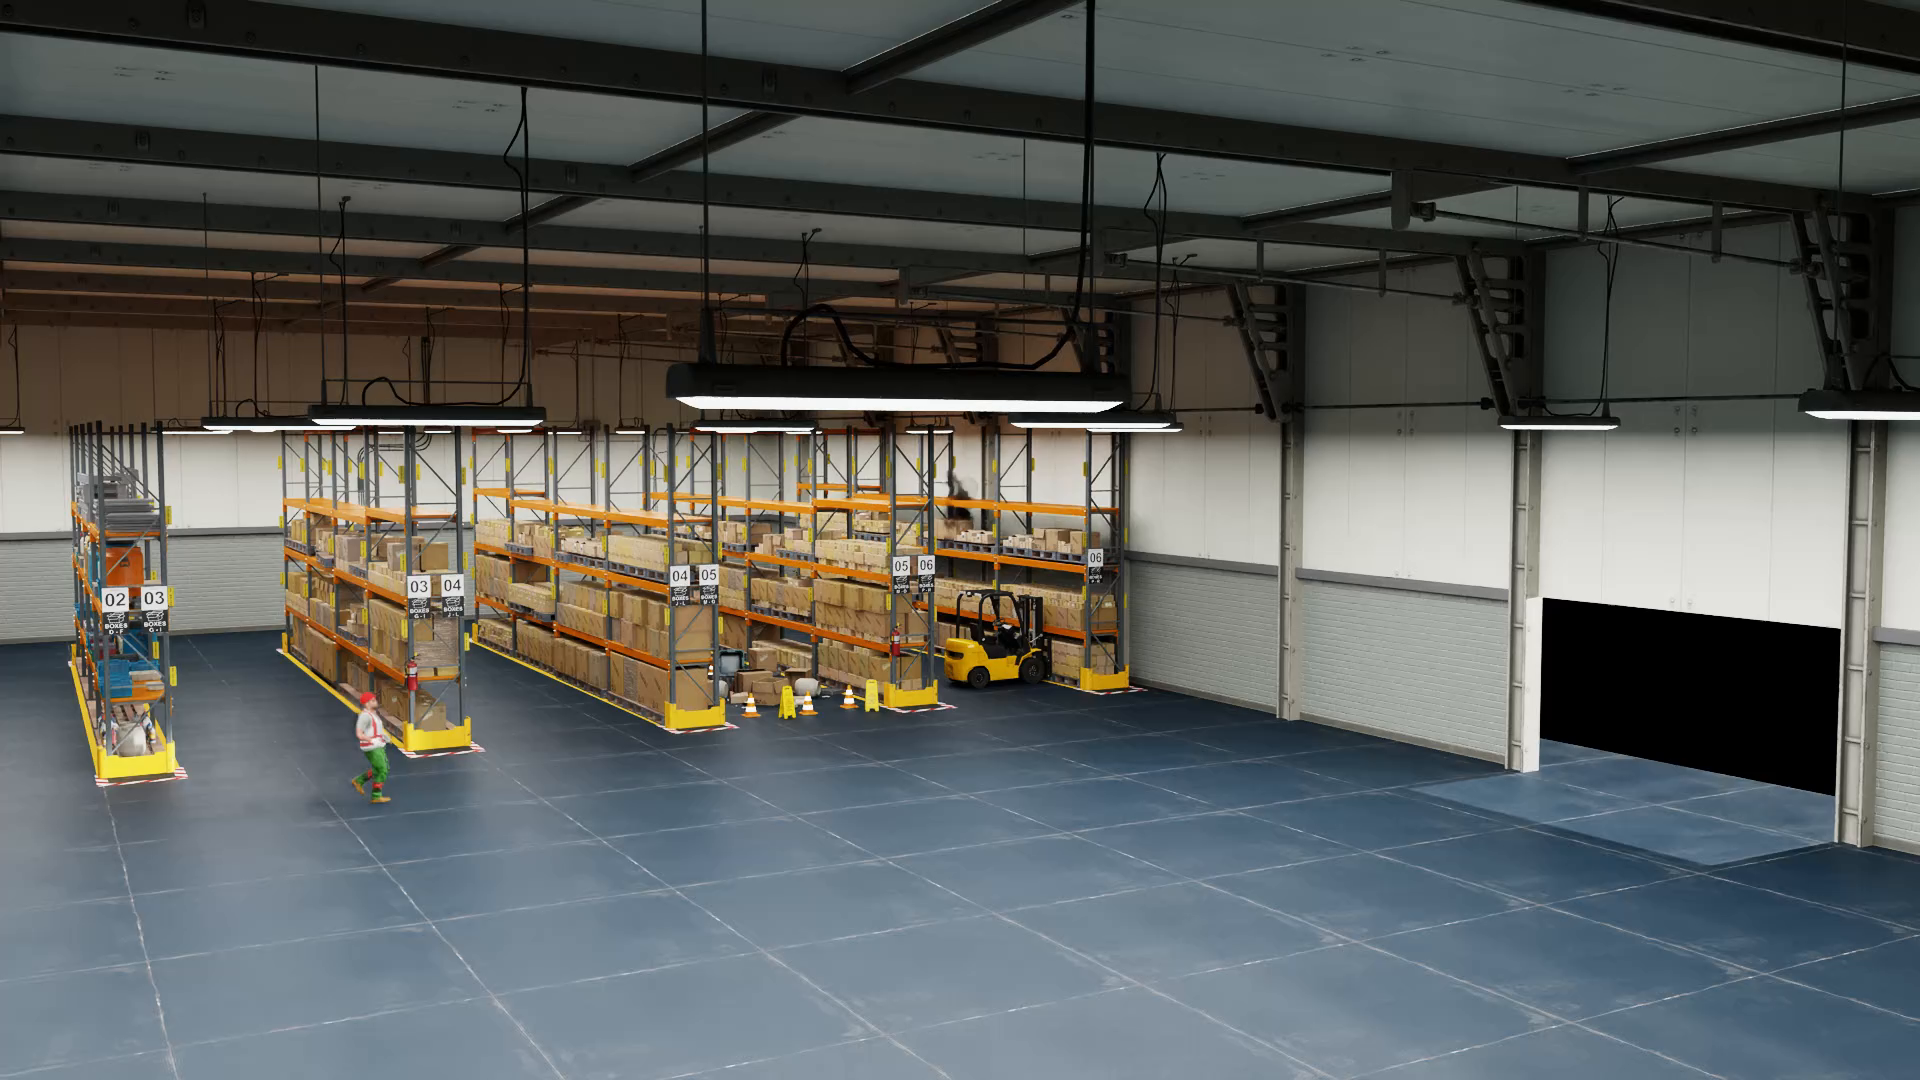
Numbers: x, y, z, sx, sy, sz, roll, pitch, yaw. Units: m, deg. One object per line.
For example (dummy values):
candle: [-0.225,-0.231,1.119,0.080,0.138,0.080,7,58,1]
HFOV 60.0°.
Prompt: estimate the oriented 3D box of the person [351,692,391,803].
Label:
person: [-9.237,3.245,25.998,0.623,1.738,0.655,0,4,-3]

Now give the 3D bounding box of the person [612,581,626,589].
person: [-10.374,1.768,50.066,0.655,1.727,0.725,-1,4,-18]
